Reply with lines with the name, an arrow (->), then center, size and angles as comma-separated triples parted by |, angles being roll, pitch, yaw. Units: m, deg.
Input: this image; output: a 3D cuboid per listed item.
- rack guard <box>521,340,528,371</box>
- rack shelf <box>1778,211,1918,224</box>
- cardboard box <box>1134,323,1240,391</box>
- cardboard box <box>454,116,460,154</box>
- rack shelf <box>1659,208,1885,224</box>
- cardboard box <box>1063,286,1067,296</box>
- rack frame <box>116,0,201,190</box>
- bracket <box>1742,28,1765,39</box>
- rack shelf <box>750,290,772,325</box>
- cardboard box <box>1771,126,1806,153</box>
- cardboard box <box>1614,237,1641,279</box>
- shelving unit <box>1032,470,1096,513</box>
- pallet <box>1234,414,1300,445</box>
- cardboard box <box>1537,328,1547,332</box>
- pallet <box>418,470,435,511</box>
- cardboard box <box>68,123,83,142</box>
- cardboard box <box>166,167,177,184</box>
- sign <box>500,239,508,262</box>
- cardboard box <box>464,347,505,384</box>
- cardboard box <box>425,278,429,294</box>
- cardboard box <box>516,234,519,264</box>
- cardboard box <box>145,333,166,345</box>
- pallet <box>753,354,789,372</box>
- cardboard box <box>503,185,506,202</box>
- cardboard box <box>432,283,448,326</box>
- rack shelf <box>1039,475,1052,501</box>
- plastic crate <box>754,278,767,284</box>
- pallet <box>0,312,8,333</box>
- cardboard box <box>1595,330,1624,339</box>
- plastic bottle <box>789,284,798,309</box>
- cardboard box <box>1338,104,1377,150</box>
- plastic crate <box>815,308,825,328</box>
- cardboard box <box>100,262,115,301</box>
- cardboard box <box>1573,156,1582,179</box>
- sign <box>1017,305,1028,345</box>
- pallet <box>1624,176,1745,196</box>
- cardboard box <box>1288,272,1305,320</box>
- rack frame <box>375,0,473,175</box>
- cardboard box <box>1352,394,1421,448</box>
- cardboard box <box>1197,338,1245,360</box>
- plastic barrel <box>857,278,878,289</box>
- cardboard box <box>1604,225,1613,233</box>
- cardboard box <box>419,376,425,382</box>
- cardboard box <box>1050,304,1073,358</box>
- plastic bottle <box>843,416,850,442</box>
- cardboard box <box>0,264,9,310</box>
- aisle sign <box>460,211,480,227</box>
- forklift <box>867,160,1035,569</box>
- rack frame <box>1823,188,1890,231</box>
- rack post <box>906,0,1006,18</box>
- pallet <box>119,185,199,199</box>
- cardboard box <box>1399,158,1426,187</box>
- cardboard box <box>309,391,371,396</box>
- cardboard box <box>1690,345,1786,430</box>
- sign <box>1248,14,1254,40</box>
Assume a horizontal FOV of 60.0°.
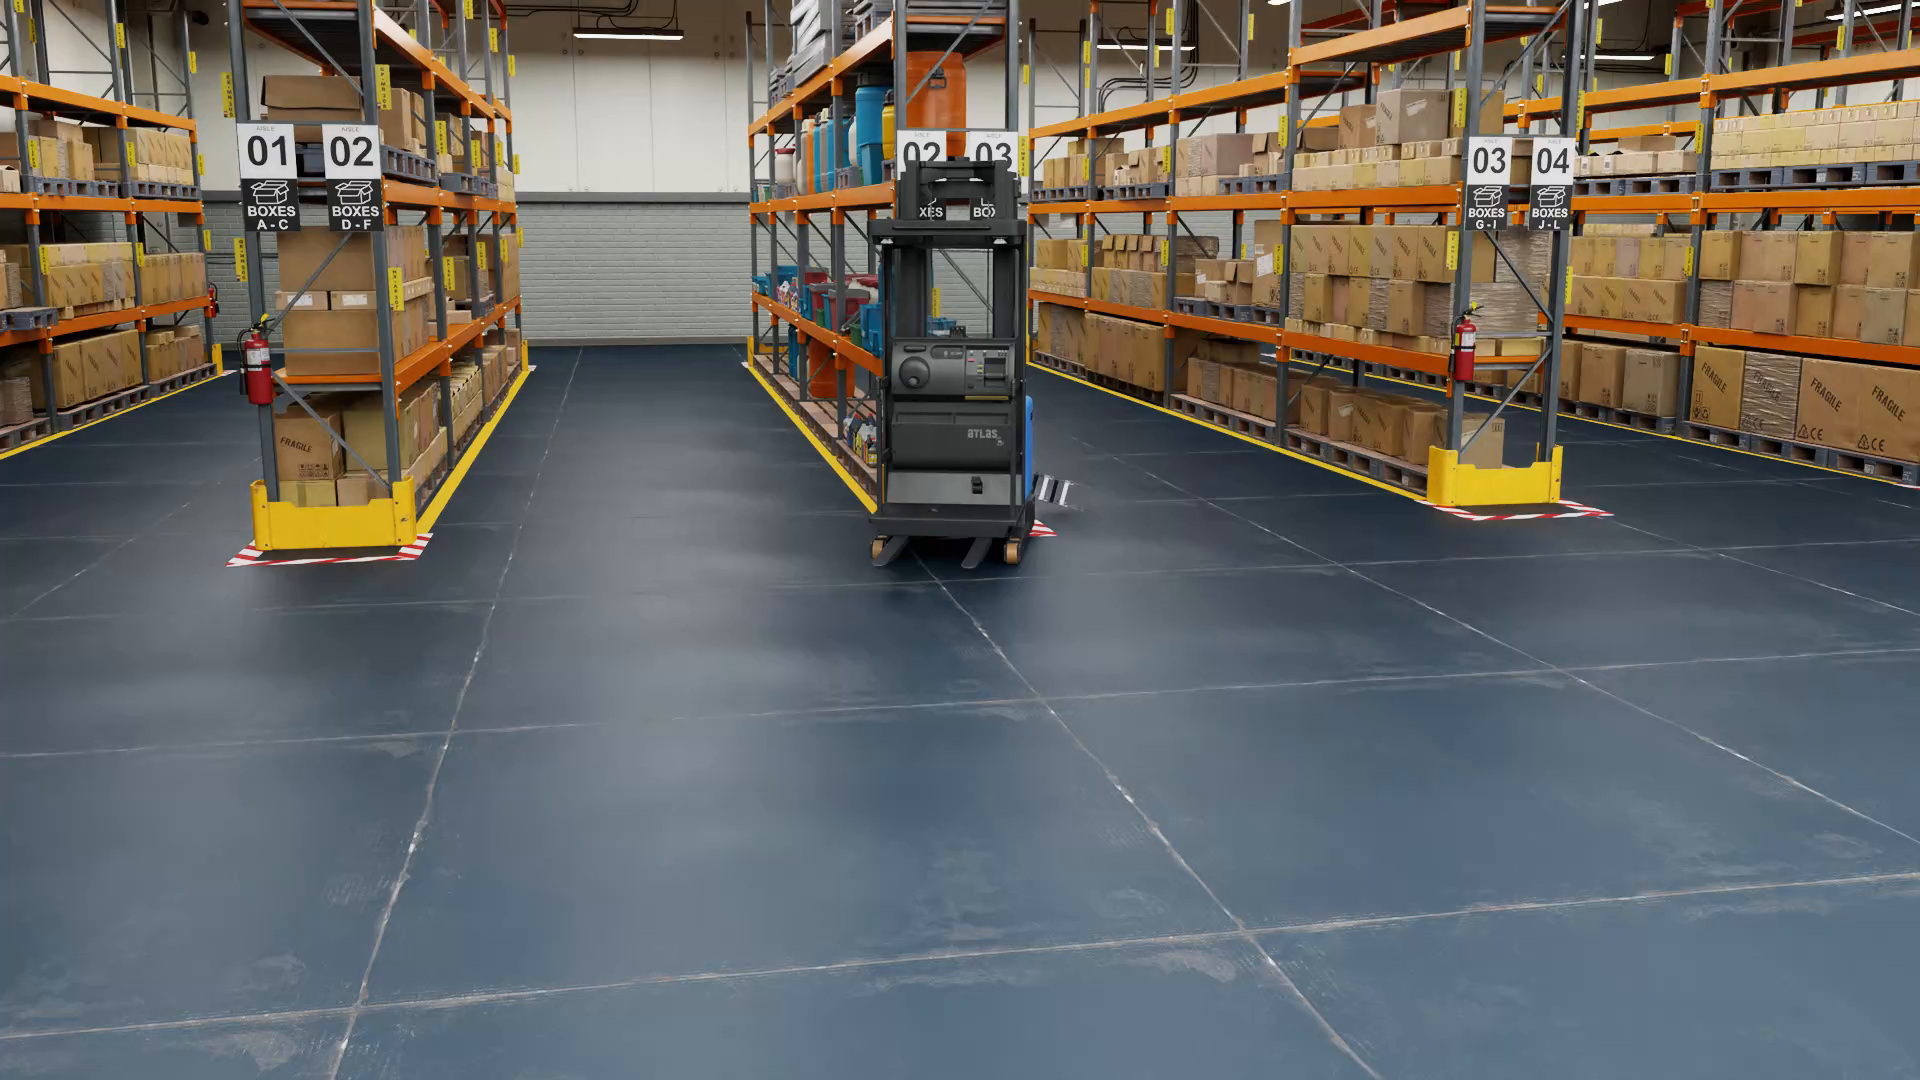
rack guard -> -7.985, -3.142, 28.367 | 1.175, 0.500, 0.348 | -2, 11, -11
rack shelf -> 16.696, -6.038, 30.801 | 1.077, 0.370, 4.000 | -2, 11, -11
cardboard box -> 3.160, -2.566, 23.215 | 1.225, 0.875, 0.875 | -3, 11, -14
cardboard box -> -6.621, -5.104, 21.028 | 0.500, 0.500, 0.500 | -2, 11, -11
rack shelf -> 12.606, -5.124, 25.994 | 1.077, 0.370, 4.000 | -2, 11, -11
cardboard box -> 1.915, -4.119, 27.488 | 0.380, 0.149, 0.250 | -2, 11, -10
rack frame -> -12.858, -7.150, 26.696 | 1.000, 3.000, 0.127 | -2, 11, -11
bracket -> 16.399, -10.439, 34.346 | 0.235, 0.232, 0.430 | -2, 11, -11
rack shelf -> -2.751, -3.843, 27.289 | 1.077, 0.370, 4.000 | -2, 11, -11
cardboard box -> 8.956, -4.221, 17.543 | 0.500, 0.250, 0.500 | -2, 11, -12
cardboard box -> 8.635, -3.523, 20.740 | 0.700, 0.500, 0.500 | -2, 11, -11
shelving unit -> 0.715, -0.462, 14.428 | 0.900, 0.210, 0.258 | 15, 8, 3
pallet -> 3.899, -1.315, 19.543 | 1.003, 0.211, 1.213 | -2, 11, -11
cardboard box -> 8.263, -2.920, 24.072 | 0.500, 0.250, 0.500 | -3, 11, -14
pallet -> -5.311, -0.442, 14.952 | 1.003, 0.211, 1.213 | -2, 11, -11
cardboard box -> -12.037, -5.410, 22.128 | 0.500, 0.250, 0.500 | -1, 11, -7
cardboard box -> -12.247, -5.543, 25.285 | 0.500, 0.250, 0.500 | -2, 11, -13
sign -> -6.678, -4.240, 24.353 | 0.100, 0.325, 0.005 | -2, 11, -11
cardboard box -> -6.757, -2.467, 23.646 | 0.500, 0.500, 0.500 | -2, 11, -11
cardboard box -> -5.356, -2.463, 16.114 | 0.380, 0.149, 0.250 | -2, 11, -12
cardboard box -> -7.643, -4.853, 27.727 | 0.500, 0.500, 0.500 | -2, 11, -12
cardboard box -> -12.012, -2.977, 24.641 | 0.380, 0.149, 0.250 | -2, 11, -9
pallet -> -3.018, -3.041, 28.608 | 1.003, 0.211, 1.213 | -2, 11, -11
cardboard box -> -7.263, -5.332, 25.566 | 0.500, 0.250, 0.500 | -2, 11, -11
cardboard box -> -6.101, -2.659, 18.875 | 0.500, 0.500, 0.500 | -3, 11, -14
rack shelf -> 0.747, -0.454, 14.426 | 0.077, 0.200, 0.258 | 15, 8, 3
plastic crate -> -3.287, -4.333, 28.224 | 0.416, 0.233, 0.300 | -2, 11, -11
pallet -> -10.877, -2.280, 17.666 | 1.003, 0.211, 1.213 | -2, 11, -11
cardboard box -> 12.026, -3.601, 29.823 | 0.875, 0.438, 0.875 | -2, 11, -13
plastic bottle -> -2.294, -3.371, 23.016 | 0.144, 0.351, 0.185 | -2, 11, -11
cardboard box -> 4.390, -4.384, 17.783 | 0.500, 0.500, 0.500 | -2, 11, -13
plastic crate -> -1.422, -2.567, 19.230 | 0.450, 0.188, 0.662 | -2, 11, -11
cardboard box -> -11.545, -3.413, 21.991 | 0.500, 0.500, 0.500 | -2, 11, -11
cardboard box -> 8.084, -4.982, 22.177 | 0.500, 0.311, 0.500 | -2, 11, -11
sign -> 0.512, -1.784, 13.807 | 0.100, 0.325, 0.005 | -2, 11, -11
pallet -> 8.710, -4.250, 19.994 | 0.805, 0.209, 1.217 | -3, 11, -13
cardboard box -> 4.079, -2.653, 18.050 | 0.875, 0.500, 0.500 | -2, 11, -11
rack frame -> -6.444, -5.864, 19.937 | 1.000, 3.000, 0.127 | -2, 11, -11
cardboard box -> 4.407, -1.230, 17.200 | 0.500, 0.500, 0.500 | -3, 11, -16
cardboard box -> 3.434, -2.511, 21.870 | 0.500, 0.250, 0.500 | -2, 11, -9
plastic barrel -> -1.004, -2.827, 19.661 | 0.433, 0.535, 0.433 | 0, 11, 0
cardboard box -> 11.658, -5.511, 29.451 | 0.380, 0.149, 0.250 | -2, 11, -12
cardboard box -> -6.422, -1.751, 19.106 | 0.500, 0.311, 0.500 | -2, 11, -13
cardboard box -> 2.098, -3.625, 28.777 | 0.875, 0.875, 0.875 | -2, 11, -11
plastic bottle -> -1.174, -1.164, 17.409 | 0.097, 0.271, 0.097 | 0, 11, 0
cardboard box -> -11.065, -2.814, 18.513 | 0.700, 0.500, 0.500 | -3, 11, -16
aisle sign -> -8.301, -5.663, 27.973 | 0.394, 0.787, 0.004 | -2, 11, -11
forklift -> -0.073, -1.324, 12.314 | 1.130, 2.935, 3.031 | 1, 11, 7
rack frame -> 12.995, -3.637, 24.280 | 1.000, 3.000, 0.127 | -2, 11, -11
rack post -> -0.050, -4.474, 13.970 | 0.937, 0.300, 0.954 | -1, 11, -5
pallet -> -12.703, -5.497, 26.272 | 1.003, 0.211, 1.213 | -2, 11, -11
cardboard box -> 4.387, -3.379, 15.308 | 0.500, 0.250, 0.500 | -2, 11, -11
cardboard box -> -5.688, -1.127, 15.321 | 0.500, 0.500, 0.500 | -2, 11, -11
cardboard box -> 8.991, -1.749, 18.923 | 0.875, 0.875, 0.875 | -2, 11, -10
sign -> 3.805, -6.743, 21.844 | 0.100, 0.325, 0.005 | -2, 11, -11
